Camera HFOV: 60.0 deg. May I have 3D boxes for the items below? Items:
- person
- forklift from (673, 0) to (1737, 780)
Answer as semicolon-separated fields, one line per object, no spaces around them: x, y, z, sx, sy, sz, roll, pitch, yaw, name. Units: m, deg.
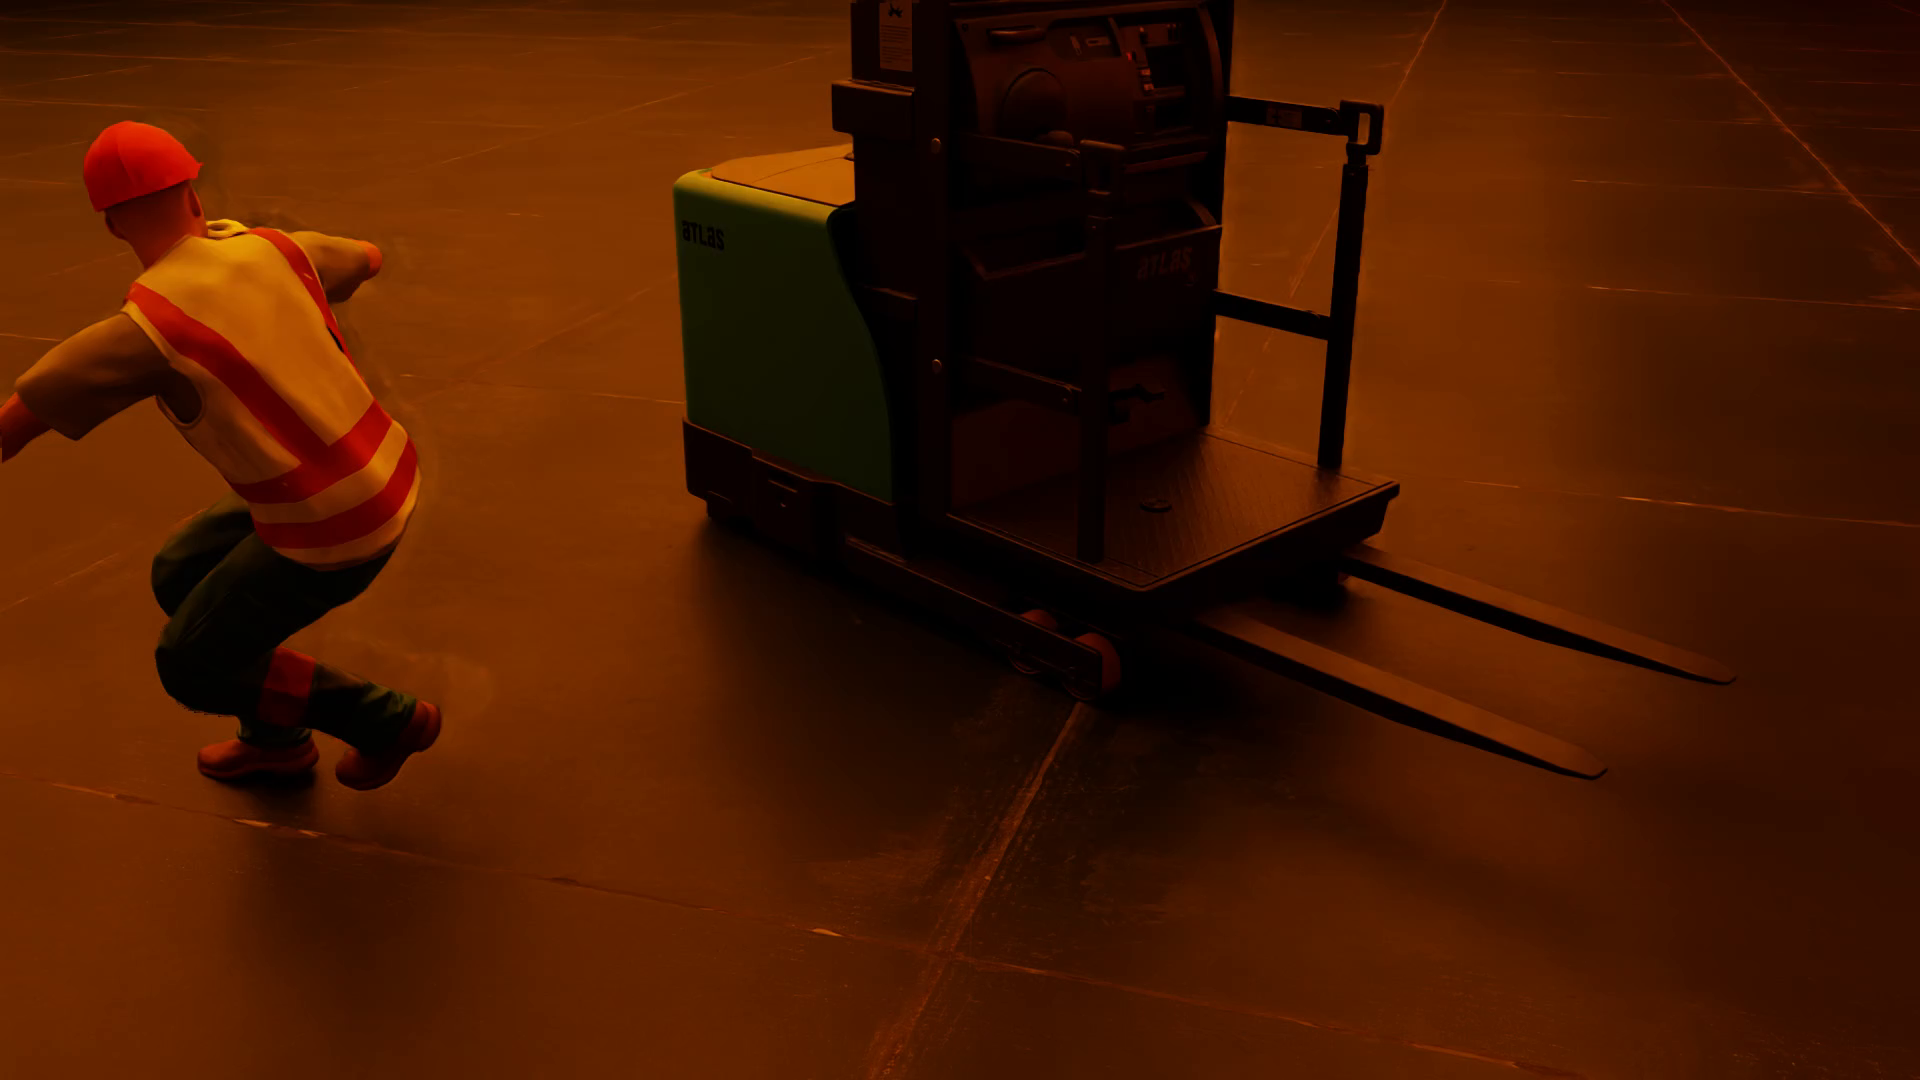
-1.644;-0.127;3.497;1.021;1.474;0.788;0;22;0;person
0.496;-1.175;4.126;1.130;2.935;3.031;-20;29;-39;forklift
